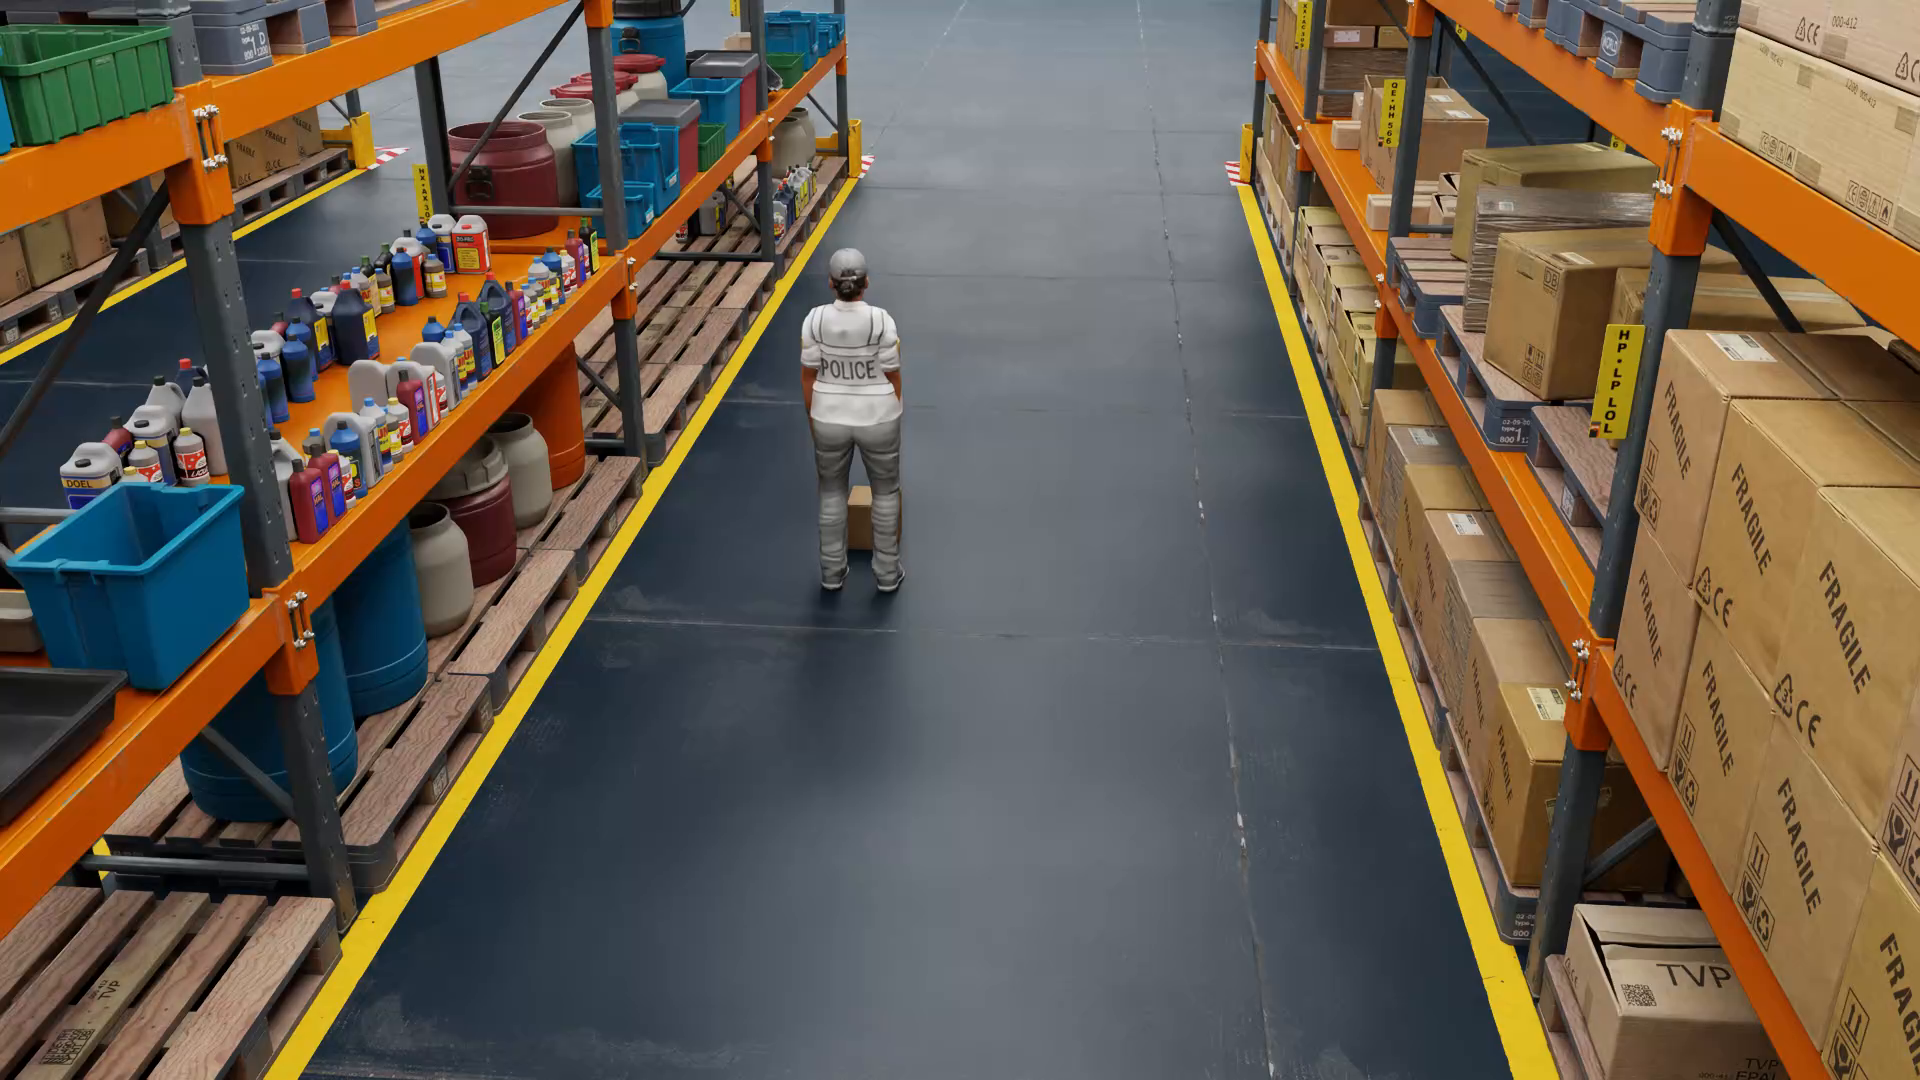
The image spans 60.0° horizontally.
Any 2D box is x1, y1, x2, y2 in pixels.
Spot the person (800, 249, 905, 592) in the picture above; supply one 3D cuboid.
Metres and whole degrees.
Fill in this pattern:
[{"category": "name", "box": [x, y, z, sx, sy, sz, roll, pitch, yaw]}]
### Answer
[{"category": "person", "box": [-0.501, -0.554, 7.820, 0.469, 1.659, 0.390, 2, 25, 5]}]
